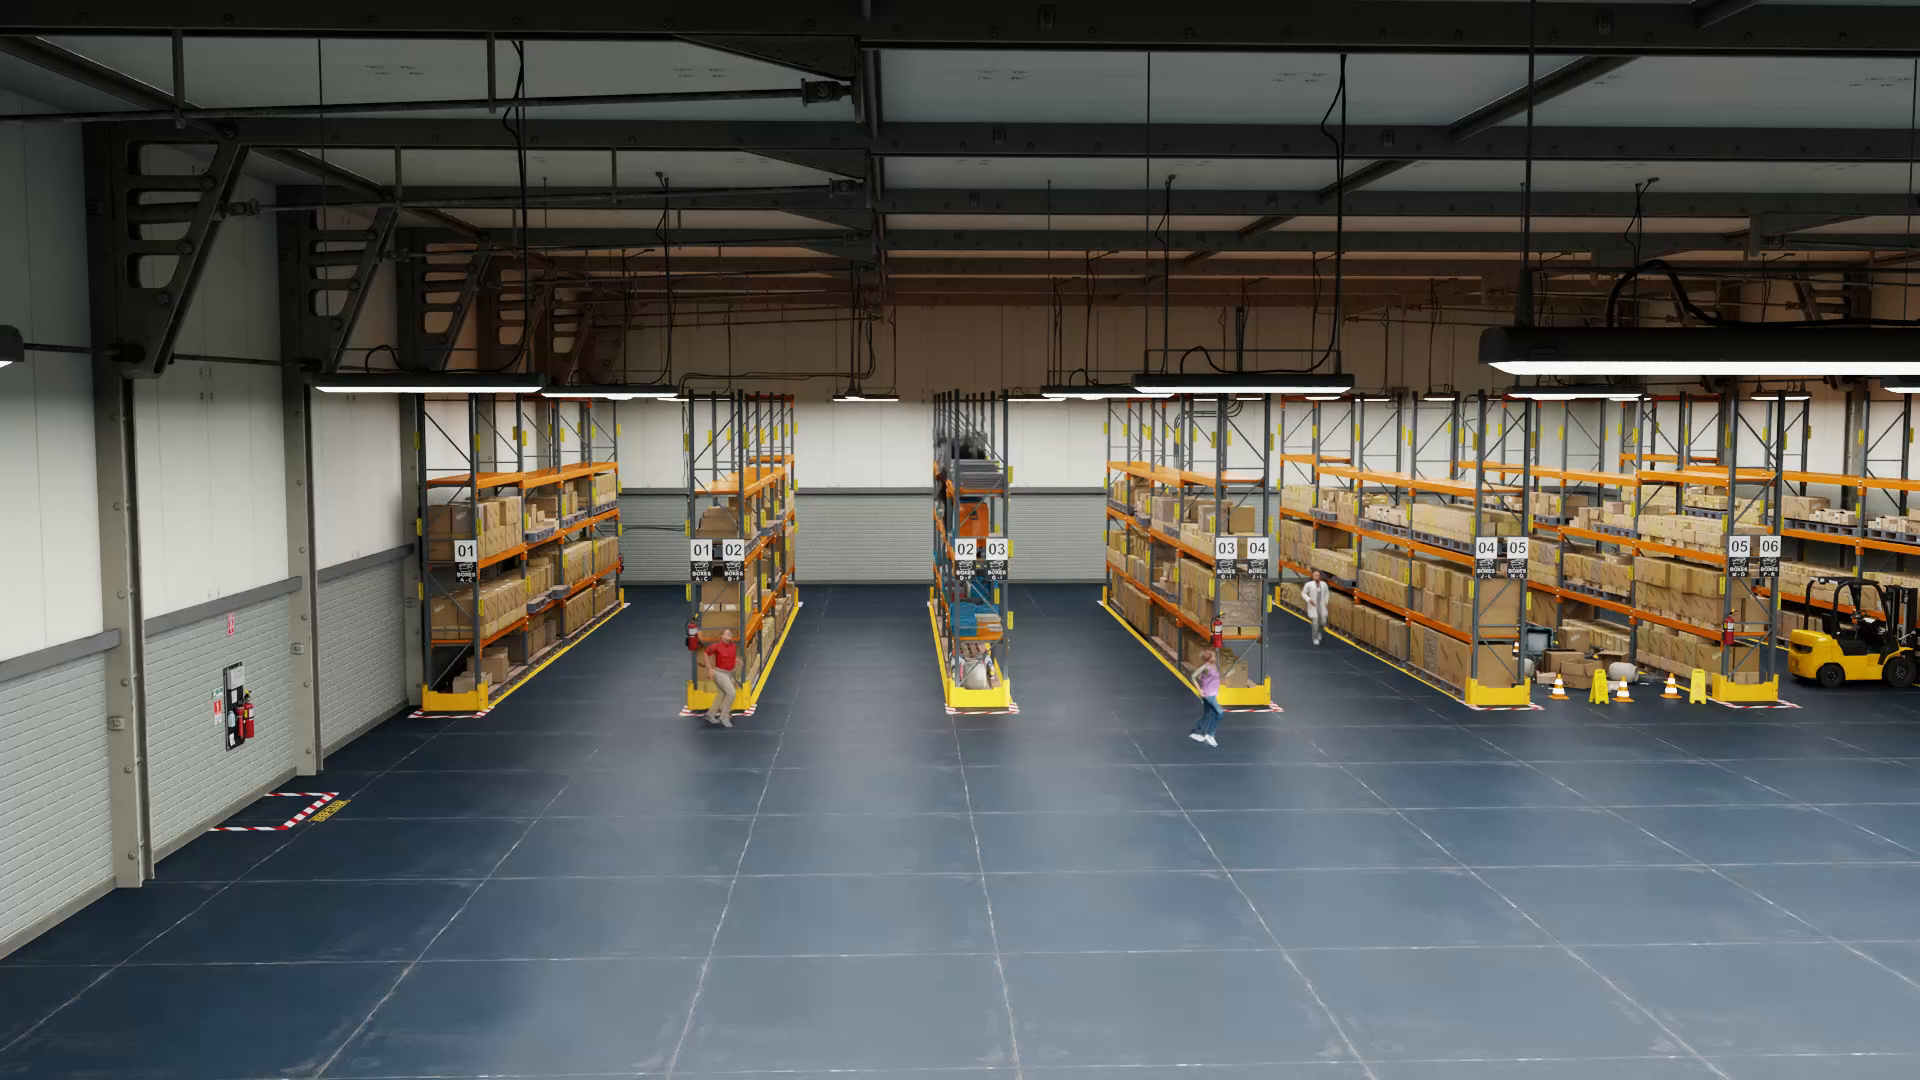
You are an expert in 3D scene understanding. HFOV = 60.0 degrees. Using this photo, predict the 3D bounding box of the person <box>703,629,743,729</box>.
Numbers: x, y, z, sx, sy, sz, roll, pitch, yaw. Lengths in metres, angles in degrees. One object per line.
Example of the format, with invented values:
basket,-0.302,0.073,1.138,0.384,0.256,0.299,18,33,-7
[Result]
person,-4.198,2.447,29.673,0.742,1.742,0.645,2,5,26

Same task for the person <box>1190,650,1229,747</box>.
person,4.185,2.660,27.922,0.691,1.600,0.505,2,5,27

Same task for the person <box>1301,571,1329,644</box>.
person,8.505,1.616,39.703,0.716,1.743,0.630,0,5,-4
